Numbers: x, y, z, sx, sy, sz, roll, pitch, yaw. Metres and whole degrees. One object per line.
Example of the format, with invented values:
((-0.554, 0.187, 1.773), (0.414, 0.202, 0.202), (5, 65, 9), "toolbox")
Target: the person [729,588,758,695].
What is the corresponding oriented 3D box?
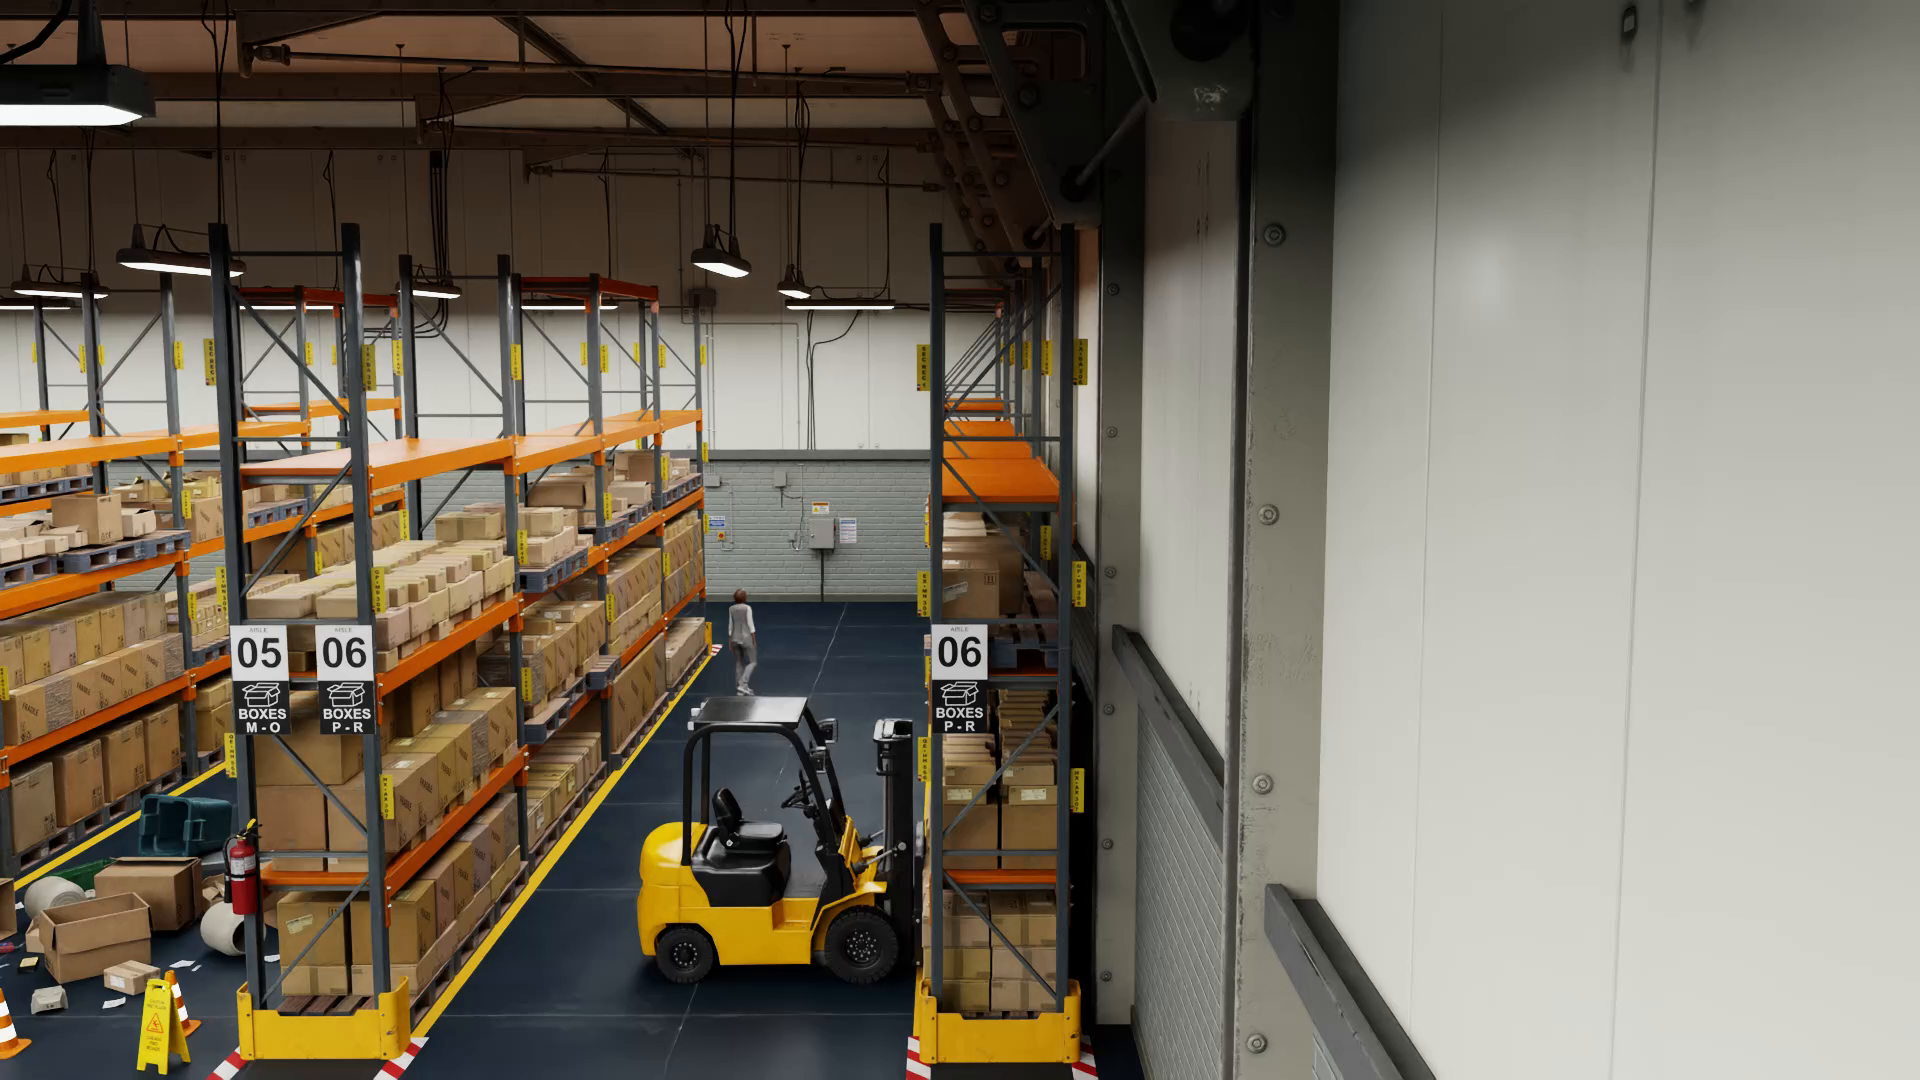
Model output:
((-3.232, 1.574, 24.554), (0.446, 1.487, 0.451), (3, 7, 24), "person")
